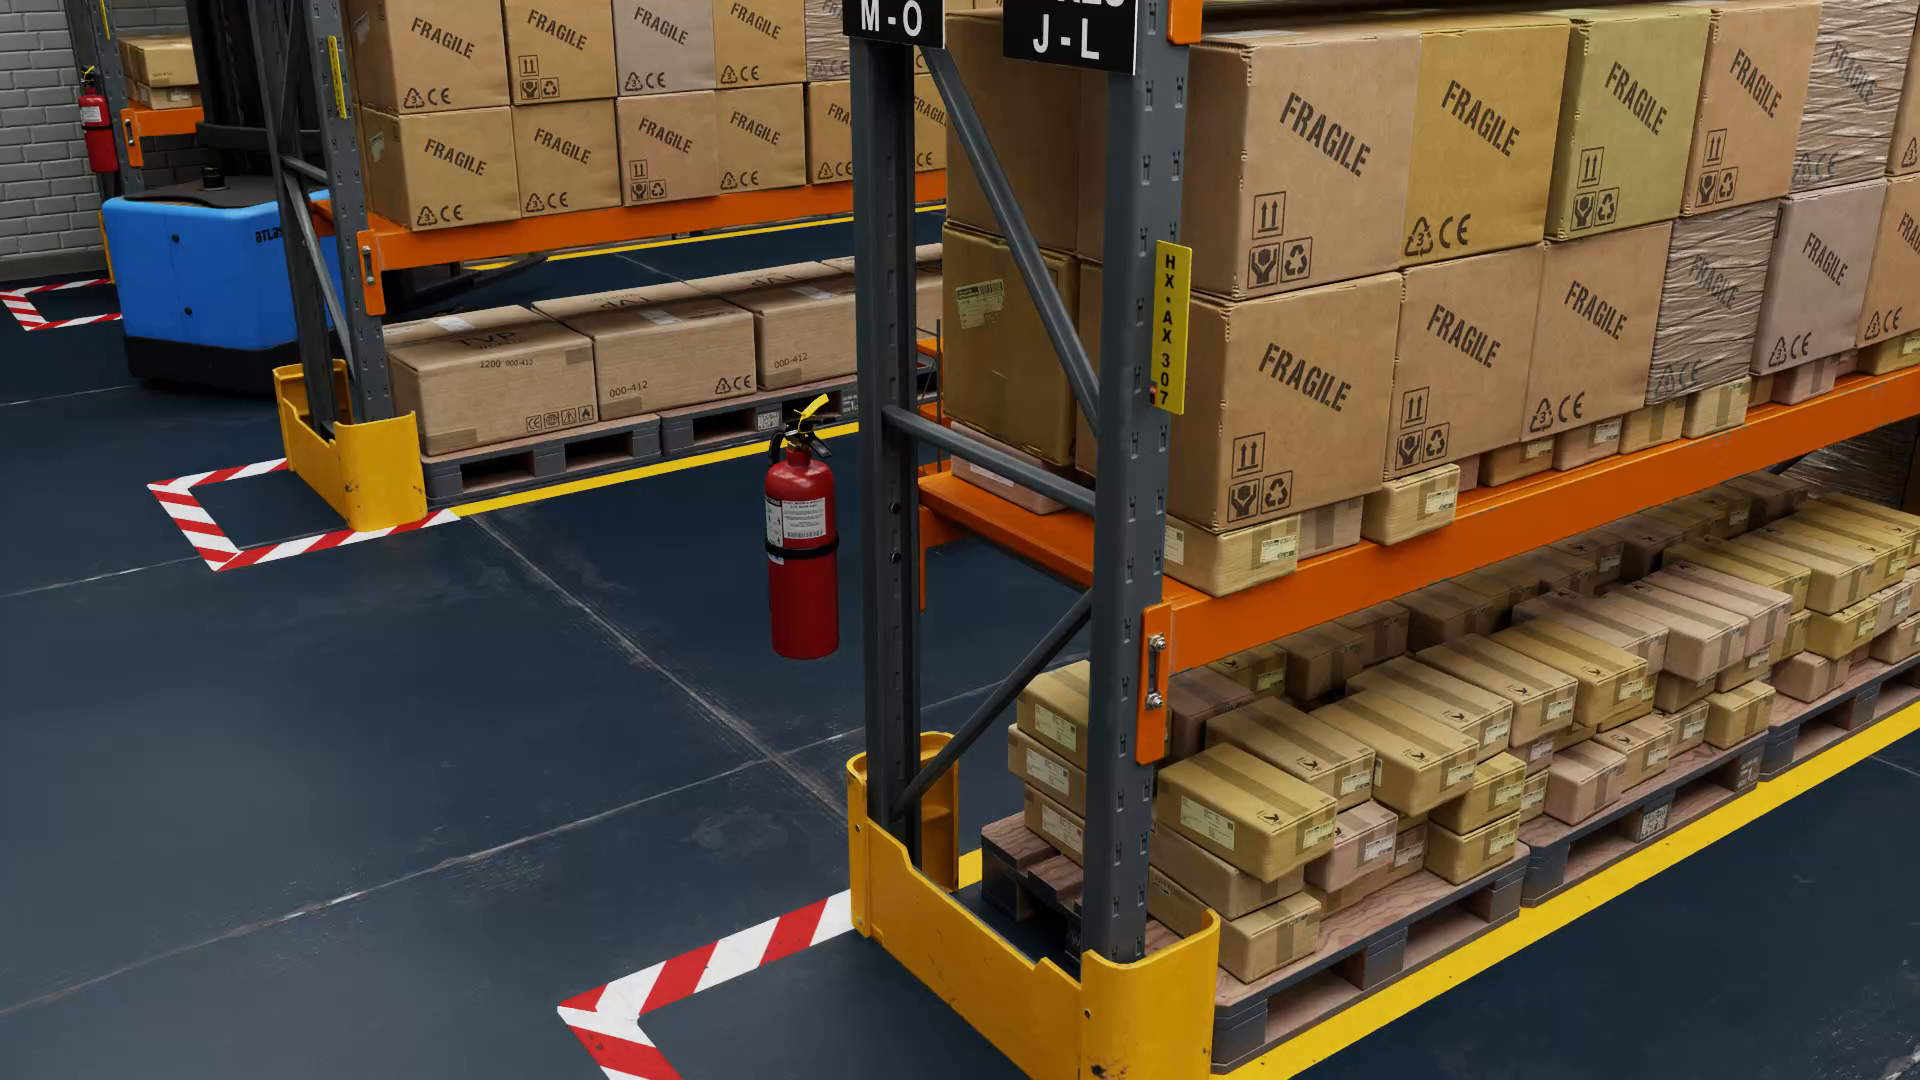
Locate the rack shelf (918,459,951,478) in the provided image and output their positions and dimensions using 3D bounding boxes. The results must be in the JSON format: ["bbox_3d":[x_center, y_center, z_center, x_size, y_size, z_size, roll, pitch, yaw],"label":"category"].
[{"bbox_3d":[-0.043,-0.208,7.280,0.240,0.259,0.215,-15,26,-33],"label":"rack shelf"}]

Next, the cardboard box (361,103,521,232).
[{"bbox_3d":[-2.330,-1.700,7.475,0.500,0.500,0.500,-15,26,-33],"label":"cardboard box"}]

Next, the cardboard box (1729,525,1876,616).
[{"bbox_3d":[2.814,0.096,5.585,0.250,0.149,0.380,-15,26,-33],"label":"cardboard box"}]

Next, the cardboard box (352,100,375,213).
[{"bbox_3d":[-2.650,-1.867,7.893,0.500,0.500,0.500,-15,26,-33],"label":"cardboard box"}]

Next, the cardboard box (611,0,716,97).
[{"bbox_3d":[-1.503,-2.393,7.862,0.500,0.500,0.500,-15,26,-33],"label":"cardboard box"}]

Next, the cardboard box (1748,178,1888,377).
[{"bbox_3d":[2.278,-0.811,4.844,0.500,0.500,0.500,-15,26,-33],"label":"cardboard box"}]

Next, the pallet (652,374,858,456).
[{"bbox_3d":[-1.295,-0.800,9.118,1.213,0.211,1.003,-15,26,-33],"label":"pallet"}]

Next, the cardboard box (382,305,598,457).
[{"bbox_3d":[-2.410,-0.814,8.280,0.875,0.438,0.875,-16,27,-35],"label":"cardboard box"}]

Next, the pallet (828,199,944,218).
[{"bbox_3d":[-0.913,-3.153,15.012,1.213,0.211,1.003,-15,26,-33],"label":"pallet"}]

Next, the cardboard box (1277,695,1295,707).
[{"bbox_3d":[0.768,0.509,4.953,0.250,0.149,0.380,-16,27,-35],"label":"cardboard box"}]

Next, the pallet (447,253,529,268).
[{"bbox_3d":[-4.092,-2.286,12.839,1.213,0.211,1.003,-15,26,-33],"label":"pallet"}]

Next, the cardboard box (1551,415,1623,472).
[{"bbox_3d":[1.554,-0.327,4.508,0.250,0.149,0.380,-16,27,-34],"label":"cardboard box"}]

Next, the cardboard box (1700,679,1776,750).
[{"bbox_3d":[2.373,0.506,5.362,0.250,0.149,0.380,-15,26,-33],"label":"cardboard box"}]

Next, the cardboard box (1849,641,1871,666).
[{"bbox_3d":[2.953,0.313,5.846,0.250,0.149,0.380,-14,26,-31],"label":"cardboard box"}]

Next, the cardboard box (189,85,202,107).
[{"bbox_3d":[-5.183,-3.070,11.381,0.250,0.149,0.380,-14,26,-32],"label":"cardboard box"}]

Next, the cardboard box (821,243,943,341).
[{"bbox_3d":[-0.213,-1.404,9.757,0.875,0.438,0.875,-15,26,-34],"label":"cardboard box"}]

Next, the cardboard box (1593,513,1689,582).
[{"bbox_3d":[2.299,0.005,5.815,0.250,0.149,0.380,-16,27,-34],"label":"cardboard box"}]

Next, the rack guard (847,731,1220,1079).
[{"bbox_3d":[0.147,0.975,4.277,0.348,0.500,1.175,-15,26,-33],"label":"rack guard"}]

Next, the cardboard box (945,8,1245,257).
[{"bbox_3d":[0.312,-0.992,3.950,0.500,0.500,0.500,-16,27,-34],"label":"cardboard box"}]

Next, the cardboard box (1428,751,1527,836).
[{"bbox_3d":[1.335,0.641,4.622,0.250,0.149,0.380,-14,26,-31],"label":"cardboard box"}]

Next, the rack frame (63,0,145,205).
[{"bbox_3d":[-5.789,-3.129,11.190,0.127,3.000,1.000,-15,26,-33],"label":"rack frame"}]

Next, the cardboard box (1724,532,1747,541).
[{"bbox_3d":[2.698,0.020,6.178,0.250,0.149,0.380,-15,26,-32],"label":"cardboard box"}]

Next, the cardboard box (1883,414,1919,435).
[{"bbox_3d":[3.789,-0.655,6.784,0.500,0.250,0.500,-16,27,-34],"label":"cardboard box"}]

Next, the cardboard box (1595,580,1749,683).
[{"bbox_3d":[2.180,0.278,5.131,0.250,0.149,0.380,-16,27,-35],"label":"cardboard box"}]

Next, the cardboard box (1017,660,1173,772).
[{"bbox_3d":[0.367,0.493,4.591,0.250,0.149,0.380,-15,26,-32],"label":"cardboard box"}]

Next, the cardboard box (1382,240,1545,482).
[{"bbox_3d":[1.031,-0.491,4.044,0.500,0.500,0.500,-15,26,-33],"label":"cardboard box"}]

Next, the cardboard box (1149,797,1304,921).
[{"bbox_3d":[0.661,0.786,4.259,0.250,0.149,0.380,-14,26,-31],"label":"cardboard box"}]

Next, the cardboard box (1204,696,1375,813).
[{"bbox_3d":[0.863,0.577,4.381,0.250,0.149,0.380,-14,26,-32],"label":"cardboard box"}]

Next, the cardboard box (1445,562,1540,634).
[{"bbox_3d":[1.648,0.161,5.424,0.250,0.149,0.380,-15,26,-33],"label":"cardboard box"}]

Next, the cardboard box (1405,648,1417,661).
[{"bbox_3d":[1.400,0.343,5.369,0.250,0.149,0.380,-13,25,-30],"label":"cardboard box"}]

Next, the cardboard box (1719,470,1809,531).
[{"bbox_3d":[2.932,-0.170,6.252,0.250,0.149,0.380,-14,26,-31],"label":"cardboard box"}]

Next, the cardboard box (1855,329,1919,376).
[{"bbox_3d":[2.840,-0.658,5.336,0.250,0.149,0.380,-14,26,-31],"label":"cardboard box"}]

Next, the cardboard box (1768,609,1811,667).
[{"bbox_3d":[2.582,0.270,5.551,0.250,0.149,0.380,-15,26,-32],"label":"cardboard box"}]

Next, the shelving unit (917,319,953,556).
[{"bbox_3d":[-0.043,-0.476,7.173,0.252,1.050,0.215,-15,26,-33],"label":"shelving unit"}]

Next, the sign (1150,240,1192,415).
[{"bbox_3d":[0.403,-0.408,3.203,0.005,0.325,0.100,-15,26,-33],"label":"sign"}]

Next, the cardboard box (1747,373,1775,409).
[{"bbox_3d":[2.175,-0.502,4.947,0.250,0.149,0.380,-15,26,-34],"label":"cardboard box"}]

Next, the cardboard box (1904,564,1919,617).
[{"bbox_3d":[3.262,0.120,5.927,0.250,0.149,0.380,-14,26,-32],"label":"cardboard box"}]

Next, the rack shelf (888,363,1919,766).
[{"bbox_3d":[1.709,-0.268,4.991,4.000,0.370,1.077,-15,26,-33],"label":"rack shelf"}]

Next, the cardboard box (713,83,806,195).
[{"bbox_3d":[-1.116,-2.036,8.317,0.500,0.500,0.500,-14,26,-31],"label":"cardboard box"}]

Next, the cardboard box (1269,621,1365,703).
[{"bbox_3d":[0.988,0.324,5.013,0.250,0.149,0.380,-16,27,-35],"label":"cardboard box"}]

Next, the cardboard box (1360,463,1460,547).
[{"bbox_3d":[0.972,-0.134,4.023,0.250,0.149,0.380,-16,27,-34],"label":"cardboard box"}]

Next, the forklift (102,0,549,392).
[{"bbox_3d":[-3.792,-2.698,10.203,1.130,2.935,3.031,8,23,20],"label":"forklift"}]

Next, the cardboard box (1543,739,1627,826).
[{"bbox_3d":[1.736,0.672,4.946,0.250,0.149,0.380,-16,27,-35],"label":"cardboard box"}]

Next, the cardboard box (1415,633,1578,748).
[{"bbox_3d":[1.526,0.425,4.762,0.250,0.149,0.380,-14,26,-31],"label":"cardboard box"}]

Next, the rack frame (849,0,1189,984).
[{"bbox_3d":[0.085,-0.169,3.773,0.127,3.000,1.000,-15,26,-33],"label":"rack frame"}]

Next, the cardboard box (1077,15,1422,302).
[{"bbox_3d":[0.605,-0.835,3.557,0.500,0.500,0.500,-15,26,-33],"label":"cardboard box"}]

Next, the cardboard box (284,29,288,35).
[{"bbox_3d":[-4.747,-3.594,12.156,0.500,0.250,0.500,-14,26,-31],"label":"cardboard box"}]

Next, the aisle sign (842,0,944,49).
[{"bbox_3d":[-0.149,-1.451,3.478,0.004,0.787,0.394,-15,26,-33],"label":"aisle sign"}]

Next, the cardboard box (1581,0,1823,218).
[{"bbox_3d":[1.858,-1.164,4.380,0.500,0.500,0.500,-16,27,-34],"label":"cardboard box"}]

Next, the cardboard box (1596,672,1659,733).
[{"bbox_3d":[1.916,0.428,5.155,0.250,0.149,0.380,-14,25,-30],"label":"cardboard box"}]

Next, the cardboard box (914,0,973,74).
[{"bbox_3d":[-0.279,-2.720,8.683,0.500,0.500,0.500,-15,26,-34],"label":"cardboard box"}]

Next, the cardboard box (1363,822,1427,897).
[{"bbox_3d":[1.060,0.806,4.610,0.250,0.149,0.380,-15,26,-32],"label":"cardboard box"}]

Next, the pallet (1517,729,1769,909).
[{"bbox_3d":[1.817,0.682,5.403,1.213,0.211,1.003,-15,26,-33],"label":"pallet"}]
